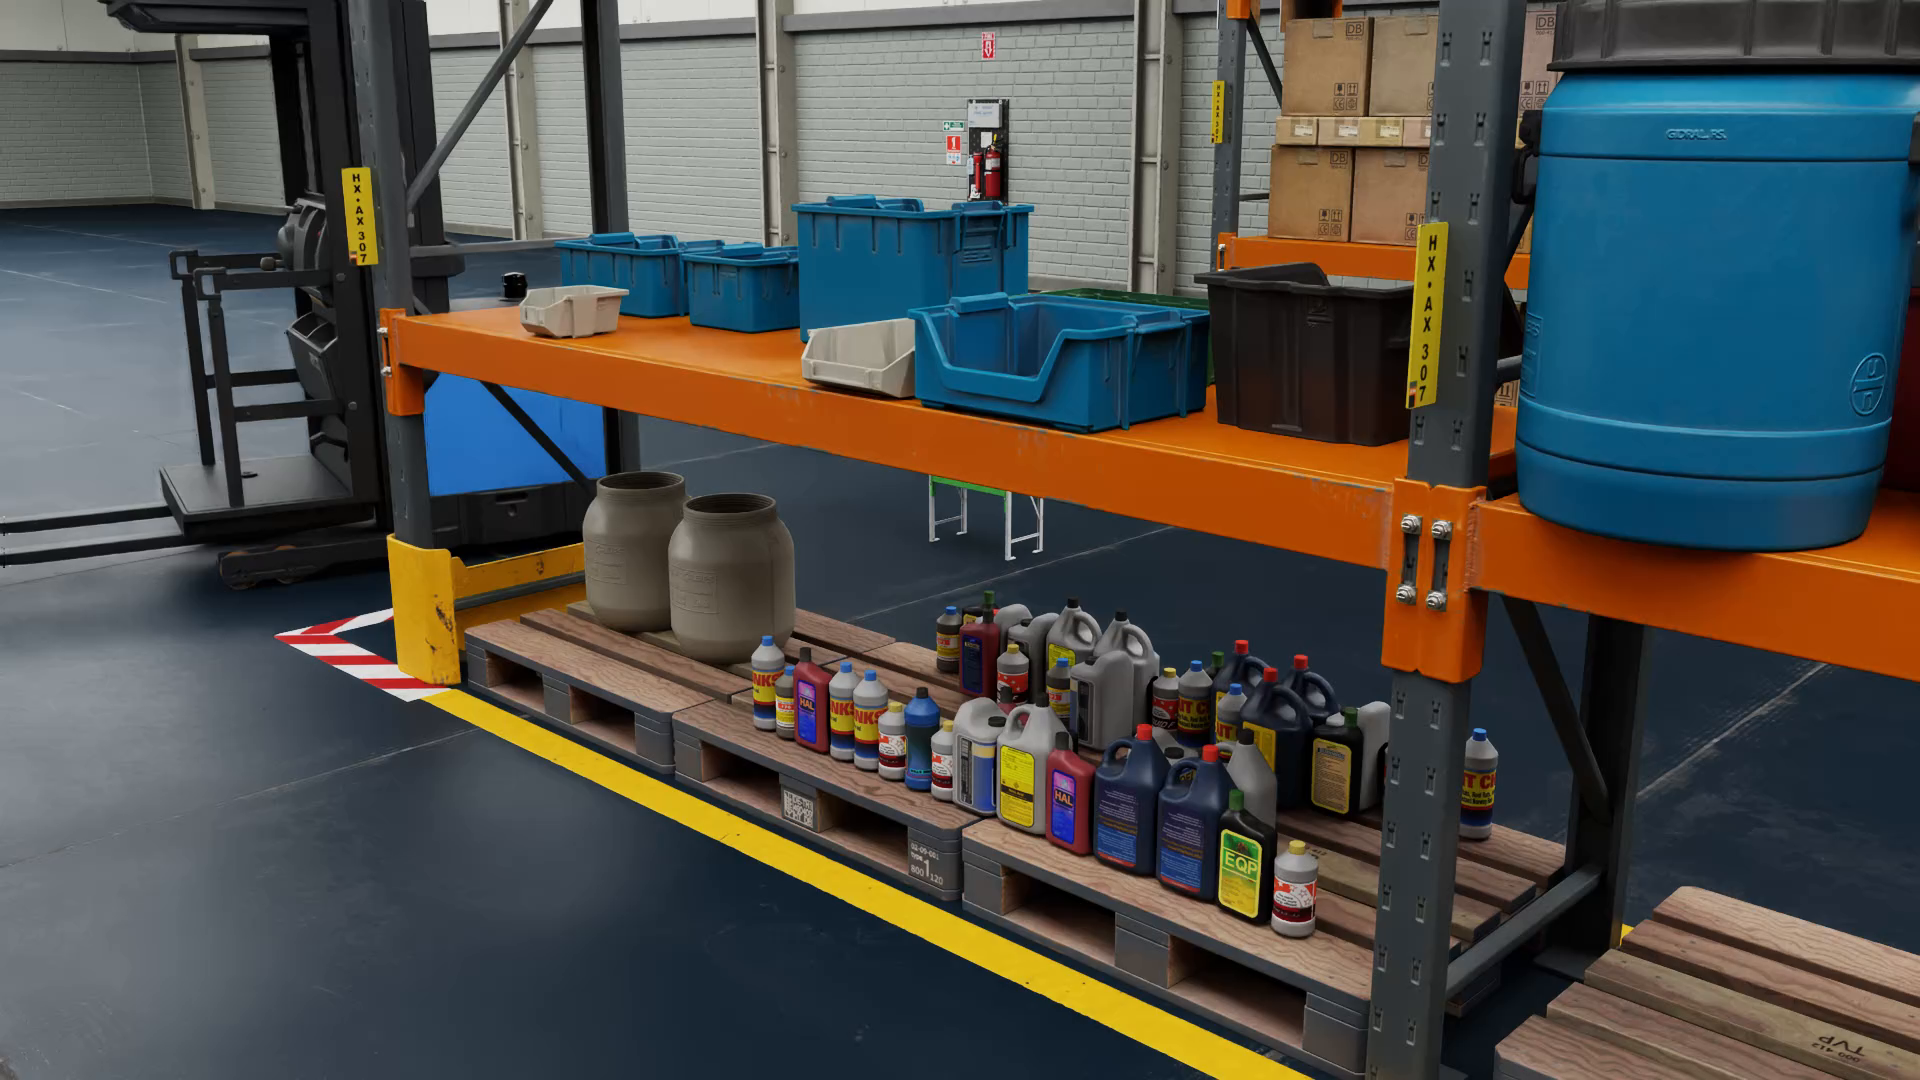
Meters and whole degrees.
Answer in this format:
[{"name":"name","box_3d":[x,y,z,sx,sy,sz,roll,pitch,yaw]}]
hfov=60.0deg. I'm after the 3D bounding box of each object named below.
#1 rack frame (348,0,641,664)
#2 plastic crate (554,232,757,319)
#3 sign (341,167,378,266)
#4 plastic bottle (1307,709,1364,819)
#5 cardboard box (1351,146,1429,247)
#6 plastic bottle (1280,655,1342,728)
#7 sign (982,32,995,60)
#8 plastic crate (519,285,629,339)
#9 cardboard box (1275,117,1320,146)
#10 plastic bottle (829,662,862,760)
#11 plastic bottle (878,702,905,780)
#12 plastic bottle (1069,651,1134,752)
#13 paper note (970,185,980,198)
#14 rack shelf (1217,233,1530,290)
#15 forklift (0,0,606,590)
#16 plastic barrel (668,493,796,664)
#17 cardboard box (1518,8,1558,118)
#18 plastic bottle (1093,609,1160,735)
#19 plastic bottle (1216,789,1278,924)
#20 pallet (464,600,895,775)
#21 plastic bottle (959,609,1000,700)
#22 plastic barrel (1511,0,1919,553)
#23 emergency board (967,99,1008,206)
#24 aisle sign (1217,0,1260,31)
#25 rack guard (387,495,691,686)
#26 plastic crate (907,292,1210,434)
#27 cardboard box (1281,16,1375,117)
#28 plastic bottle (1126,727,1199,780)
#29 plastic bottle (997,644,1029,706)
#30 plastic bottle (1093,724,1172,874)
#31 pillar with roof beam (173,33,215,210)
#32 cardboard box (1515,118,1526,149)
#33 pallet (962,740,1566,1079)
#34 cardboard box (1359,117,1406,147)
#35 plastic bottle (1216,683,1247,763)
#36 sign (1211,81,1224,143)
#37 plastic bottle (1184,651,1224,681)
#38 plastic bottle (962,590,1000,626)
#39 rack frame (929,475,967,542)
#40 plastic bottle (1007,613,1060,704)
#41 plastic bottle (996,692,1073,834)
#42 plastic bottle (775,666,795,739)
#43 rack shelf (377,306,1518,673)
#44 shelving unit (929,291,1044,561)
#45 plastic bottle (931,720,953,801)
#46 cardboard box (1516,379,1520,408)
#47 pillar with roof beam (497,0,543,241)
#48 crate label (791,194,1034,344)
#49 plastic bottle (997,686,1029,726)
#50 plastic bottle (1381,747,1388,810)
[{"name":"rack frame","box_3d":[-1.655,-1.065,6.069,0.127,3.000,1.000,14,20,42]},{"name":"plastic crate","box_3d":[-1.087,-0.959,5.960,0.616,0.251,0.499,14,20,42]},{"name":"sign","box_3d":[-2.040,-1.099,5.654,0.005,0.325,0.100,14,20,42]},{"name":"plastic bottle","box_3d":[0.974,0.569,4.312,0.133,0.283,0.061,14,20,42]},{"name":"cardboard box","box_3d":[2.494,-1.836,8.832,0.700,0.500,0.500,-14,20,-43]},{"name":"plastic bottle","box_3d":[0.932,0.488,4.492,0.144,0.351,0.185,-14,20,-43]},{"name":"sign","box_3d":[0.318,-5.528,18.602,0.199,0.298,0.001,14,20,42]},{"name":"plastic crate","box_3d":[-1.234,-0.722,5.277,0.250,0.136,0.298,14,20,42]},{"name":"cardboard box","box_3d":[1.919,-2.218,9.009,0.250,0.149,0.380,13,20,42]},{"name":"plastic bottle","box_3d":[-0.319,0.477,4.692,0.097,0.271,0.097,0,15,0]},{"name":"plastic bottle","box_3d":[-0.176,0.545,4.567,0.097,0.201,0.097,0,15,0]},{"name":"plastic bottle","box_3d":[0.405,0.448,4.794,0.135,0.276,0.152,14,20,42]},{"name":"paper note","box_3d":[0.175,-4.004,19.097,0.142,0.148,0.016,14,20,42]},{"name":"rack shelf","box_3d":[3.226,-1.265,8.264,4.000,0.370,1.077,14,20,42]},{"name":"forklift","box_3d":[-3.089,-1.356,7.325,3.031,2.935,1.130,-8,17,-29]},{"name":"plastic barrel","box_3d":[-0.767,0.125,5.604,0.421,0.512,0.421,0,15,0]},{"name":"cardboard box","box_3d":[2.897,-2.367,8.295,0.500,0.500,0.700,14,20,42]},{"name":"plastic bottle","box_3d":[0.490,0.380,4.904,0.185,0.351,0.144,13,20,42]},{"name":"plastic bottle","box_3d":[0.649,0.713,3.763,0.061,0.283,0.133,-13,20,-41]},{"name":"pallet","box_3d":[-0.986,0.433,5.853,1.213,0.211,1.003,14,20,42]},{"name":"plastic bottle","box_3d":[0.060,0.347,5.165,0.133,0.283,0.061,14,20,42]},{"name":"plastic barrel","box_3d":[1.292,-0.485,2.848,0.708,0.901,0.600,14,20,42]},{"name":"emergency board","box_3d":[0.254,-4.387,18.819,0.643,1.169,0.194,14,20,42]},{"name":"aisle sign","box_3d":[1.526,-3.177,9.020,0.004,0.787,0.394,14,20,42]},{"name":"rack guard","box_3d":[-1.568,0.150,6.366,0.348,0.500,1.175,14,20,42]},{"name":"plastic crate","box_3d":[0.239,-0.437,3.955,0.616,0.251,0.499,14,20,42]},{"name":"cardboard box","box_3d":[2.151,-2.546,8.983,0.500,0.500,0.700,14,20,42]},{"name":"plastic bottle","box_3d":[0.508,0.615,4.151,0.135,0.276,0.152,14,20,42]},{"name":"plastic bottle","box_3d":[0.161,0.418,5.057,0.097,0.201,0.097,0,15,0]},{"name":"plastic bottle","box_3d":[0.423,0.610,4.021,0.185,0.351,0.144,12,19,39]},{"name":"pillar with roof beam","box_3d":[-18.258,-10.269,29.498,0.400,9.000,9.100,14,20,42]},{"name":"cardboard box","box_3d":[2.847,-1.993,8.145,0.250,0.149,0.380,13,20,41]},{"name":"pallet","box_3d":[0.770,0.860,4.214,1.213,0.211,1.003,14,20,42]},{"name":"cardboard box","box_3d":[2.289,-2.128,8.665,0.250,0.149,0.380,14,20,42]},{"name":"plastic bottle","box_3d":[0.743,0.523,4.515,0.097,0.271,0.097,0,15,0]},{"name":"sign","box_3d":[1.396,-2.321,9.015,0.005,0.325,0.100,14,20,42]},{"name":"plastic bottle","box_3d":[0.706,0.451,4.767,0.061,0.283,0.133,-13,20,-42]},{"name":"plastic bottle","box_3d":[0.068,0.296,5.362,0.061,0.283,0.133,-14,20,-43]},{"name":"rack frame","box_3d":[-0.057,-0.594,7.834,0.015,1.200,0.240,14,20,42]},{"name":"plastic bottle","box_3d":[0.234,0.356,5.147,0.135,0.276,0.152,13,19,41]},{"name":"plastic bottle","box_3d":[0.190,0.554,4.238,0.185,0.351,0.144,14,20,42]},{"name":"plastic bottle","box_3d":[-0.491,0.469,4.862,0.097,0.201,0.097,0,15,0]},{"name":"rack shelf","box_3d":[-0.215,-0.366,4.816,4.000,0.370,1.077,14,20,42]},{"name":"shelving unit","box_3d":[0.119,-0.552,7.670,0.503,1.200,0.258,14,20,42]},{"name":"plastic bottle","box_3d":[-0.028,0.581,4.429,0.097,0.201,0.097,0,15,0]},{"name":"cardboard box","box_3d":[3.096,-0.801,8.192,0.500,0.500,0.500,14,20,42]},{"name":"pillar with roof beam","box_3d":[-9.620,-8.169,21.437,0.400,9.000,9.100,14,20,42]},{"name":"crate label","box_3d":[-0.142,-0.809,5.017,0.616,0.435,0.502,14,20,42]},{"name":"plastic bottle","box_3d":[0.150,0.538,4.433,0.133,0.283,0.061,14,20,42]},{"name":"plastic bottle","box_3d":[1.153,0.606,4.336,0.097,0.201,0.097,0,15,0]}]
